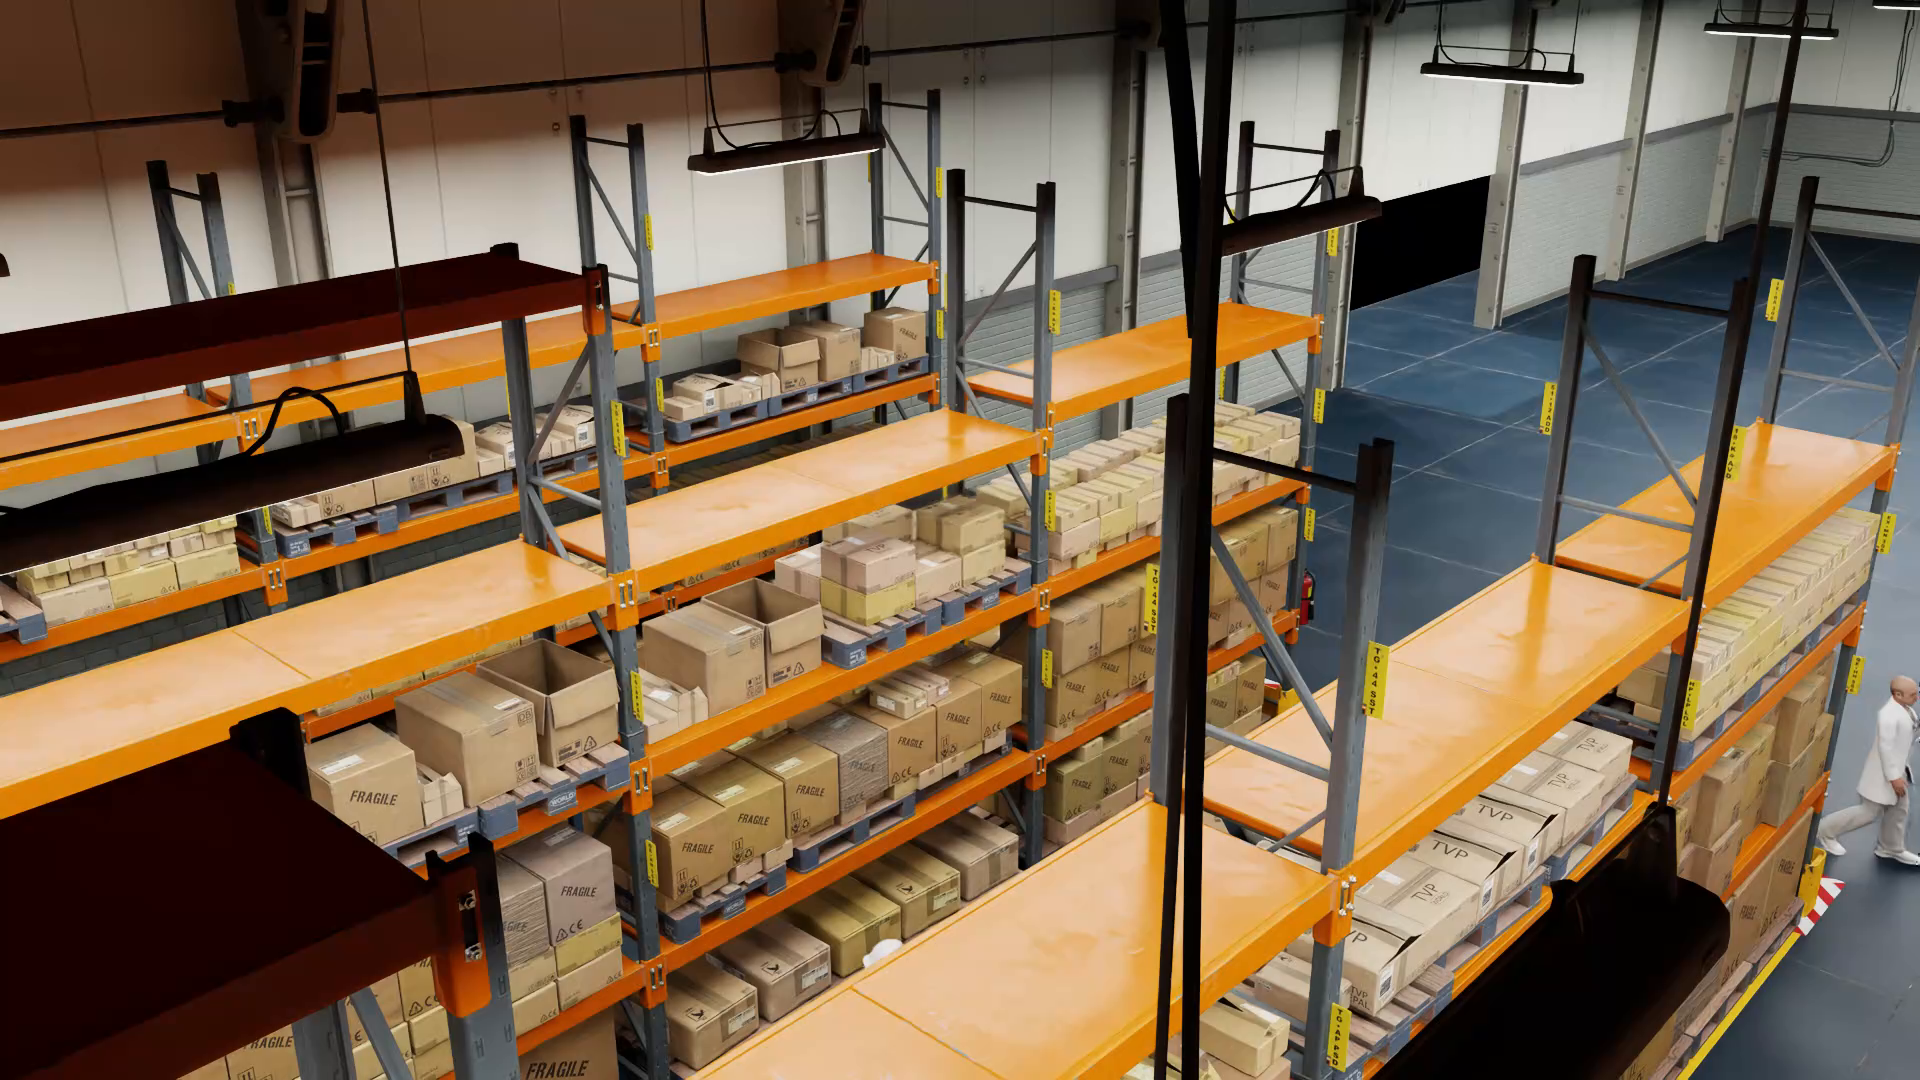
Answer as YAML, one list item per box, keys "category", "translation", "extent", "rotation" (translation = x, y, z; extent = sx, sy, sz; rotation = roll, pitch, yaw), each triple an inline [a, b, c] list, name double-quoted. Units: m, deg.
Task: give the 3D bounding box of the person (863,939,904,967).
- category: "person"
  translation: [-0.404, 3.366, 10.929]
  extent: [0.512, 1.765, 0.610]
  rotation: [-8, 23, -20]

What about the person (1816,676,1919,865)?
- category: "person"
  translation: [8.022, 1.980, 14.462]
  extent: [0.874, 1.763, 0.551]
  rotation: [18, 28, 39]
